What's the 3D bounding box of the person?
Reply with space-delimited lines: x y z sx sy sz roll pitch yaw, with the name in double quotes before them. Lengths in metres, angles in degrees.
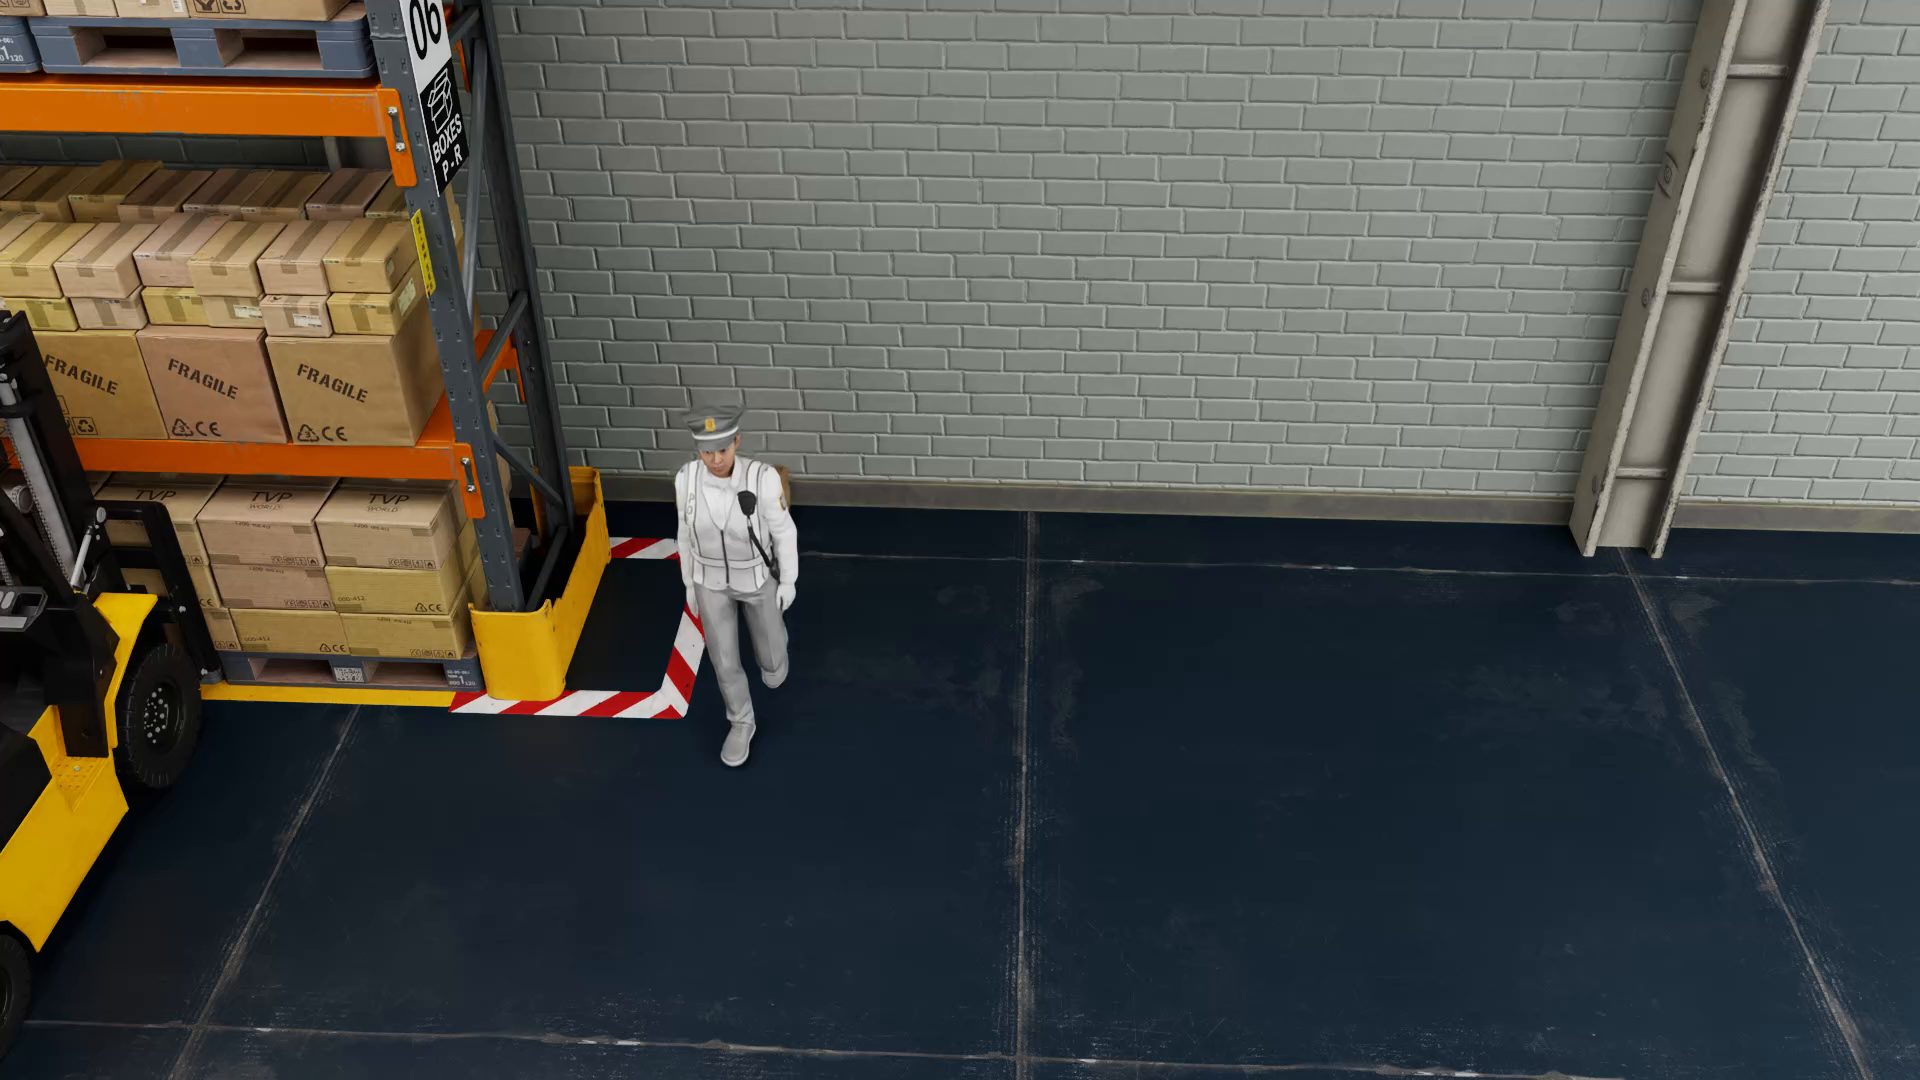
"person" -0.903 0.121 6.892 0.493 1.669 0.640 2 36 3
